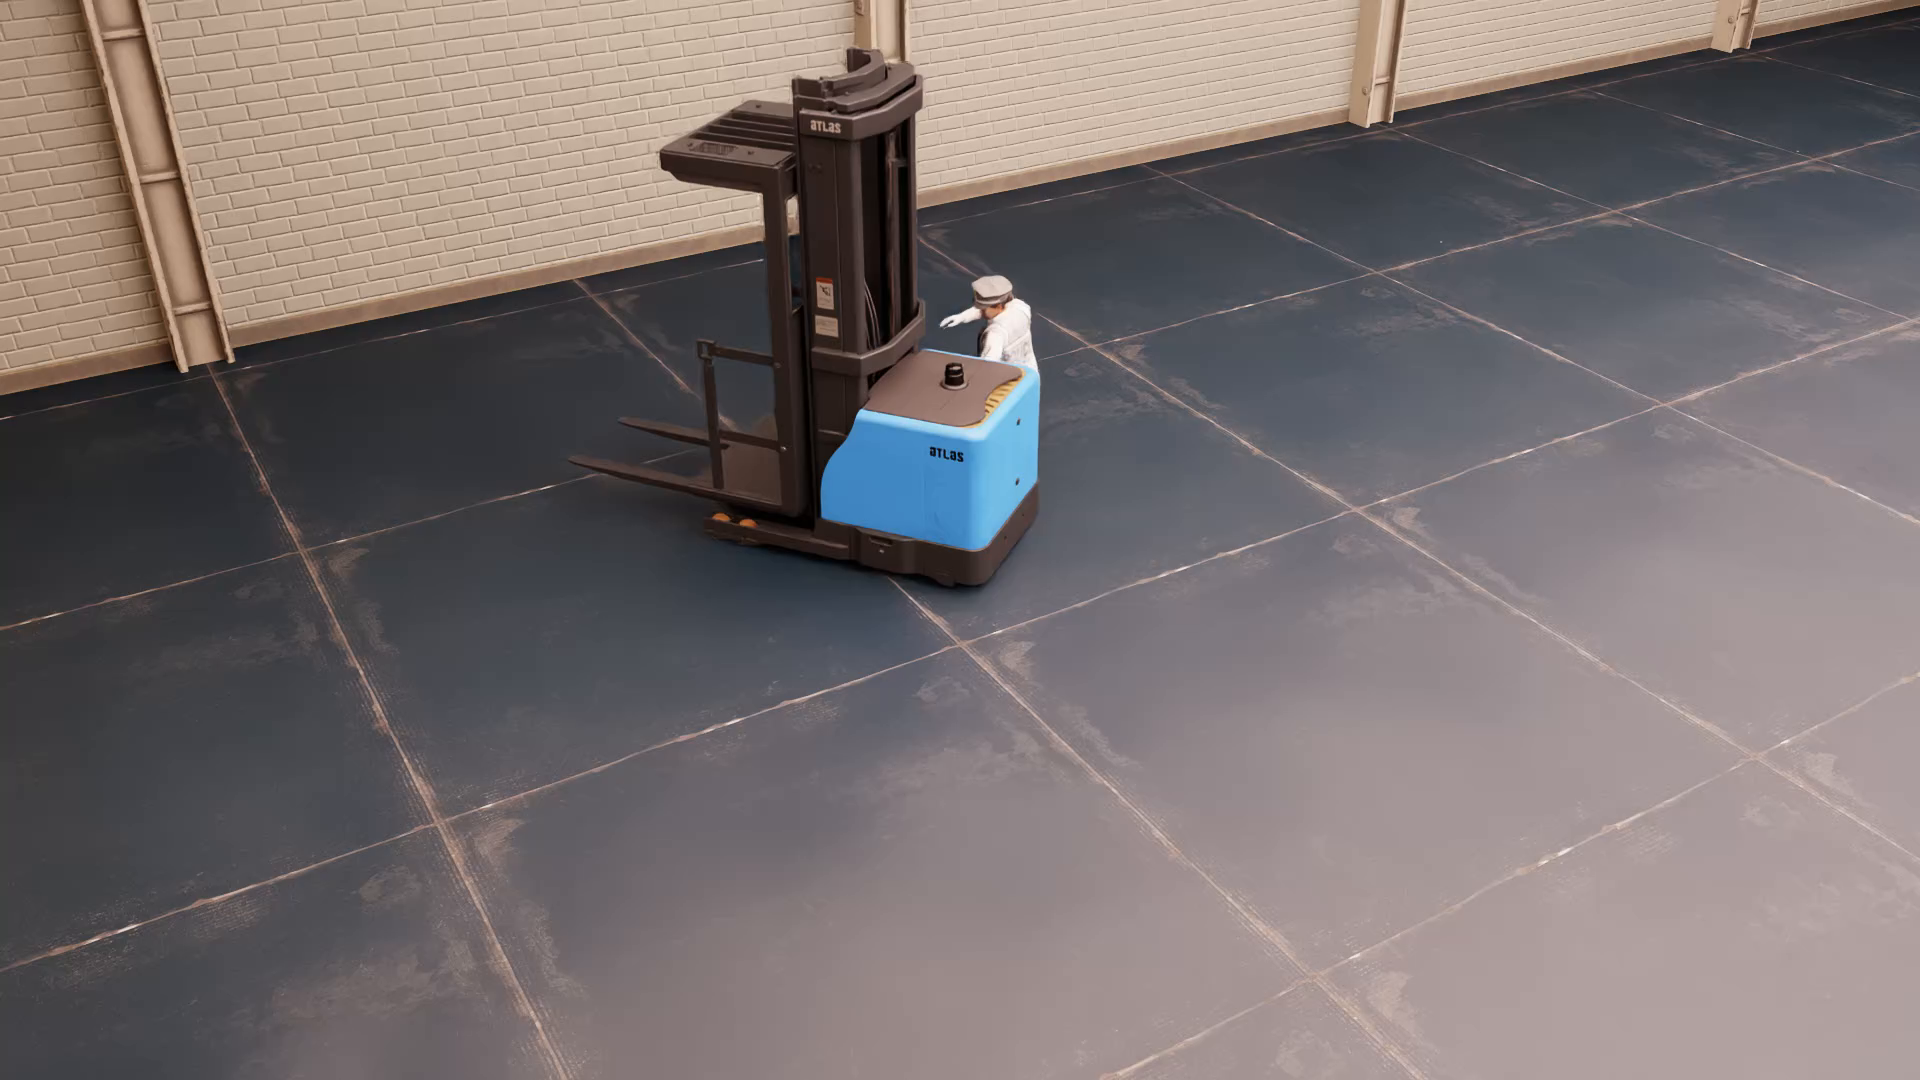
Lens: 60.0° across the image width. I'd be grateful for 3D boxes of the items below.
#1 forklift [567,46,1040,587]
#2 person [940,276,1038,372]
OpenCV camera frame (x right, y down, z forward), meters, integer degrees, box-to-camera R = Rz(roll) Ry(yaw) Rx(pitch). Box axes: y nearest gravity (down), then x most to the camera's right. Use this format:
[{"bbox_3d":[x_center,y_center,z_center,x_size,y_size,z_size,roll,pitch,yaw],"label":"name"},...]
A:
[{"bbox_3d":[-1.066,-1.456,10.079,3.031,2.935,1.130,12,33,19],"label":"forklift"},{"bbox_3d":[0.195,-1.017,10.869,0.670,1.430,0.917,-7,32,-11],"label":"person"}]
